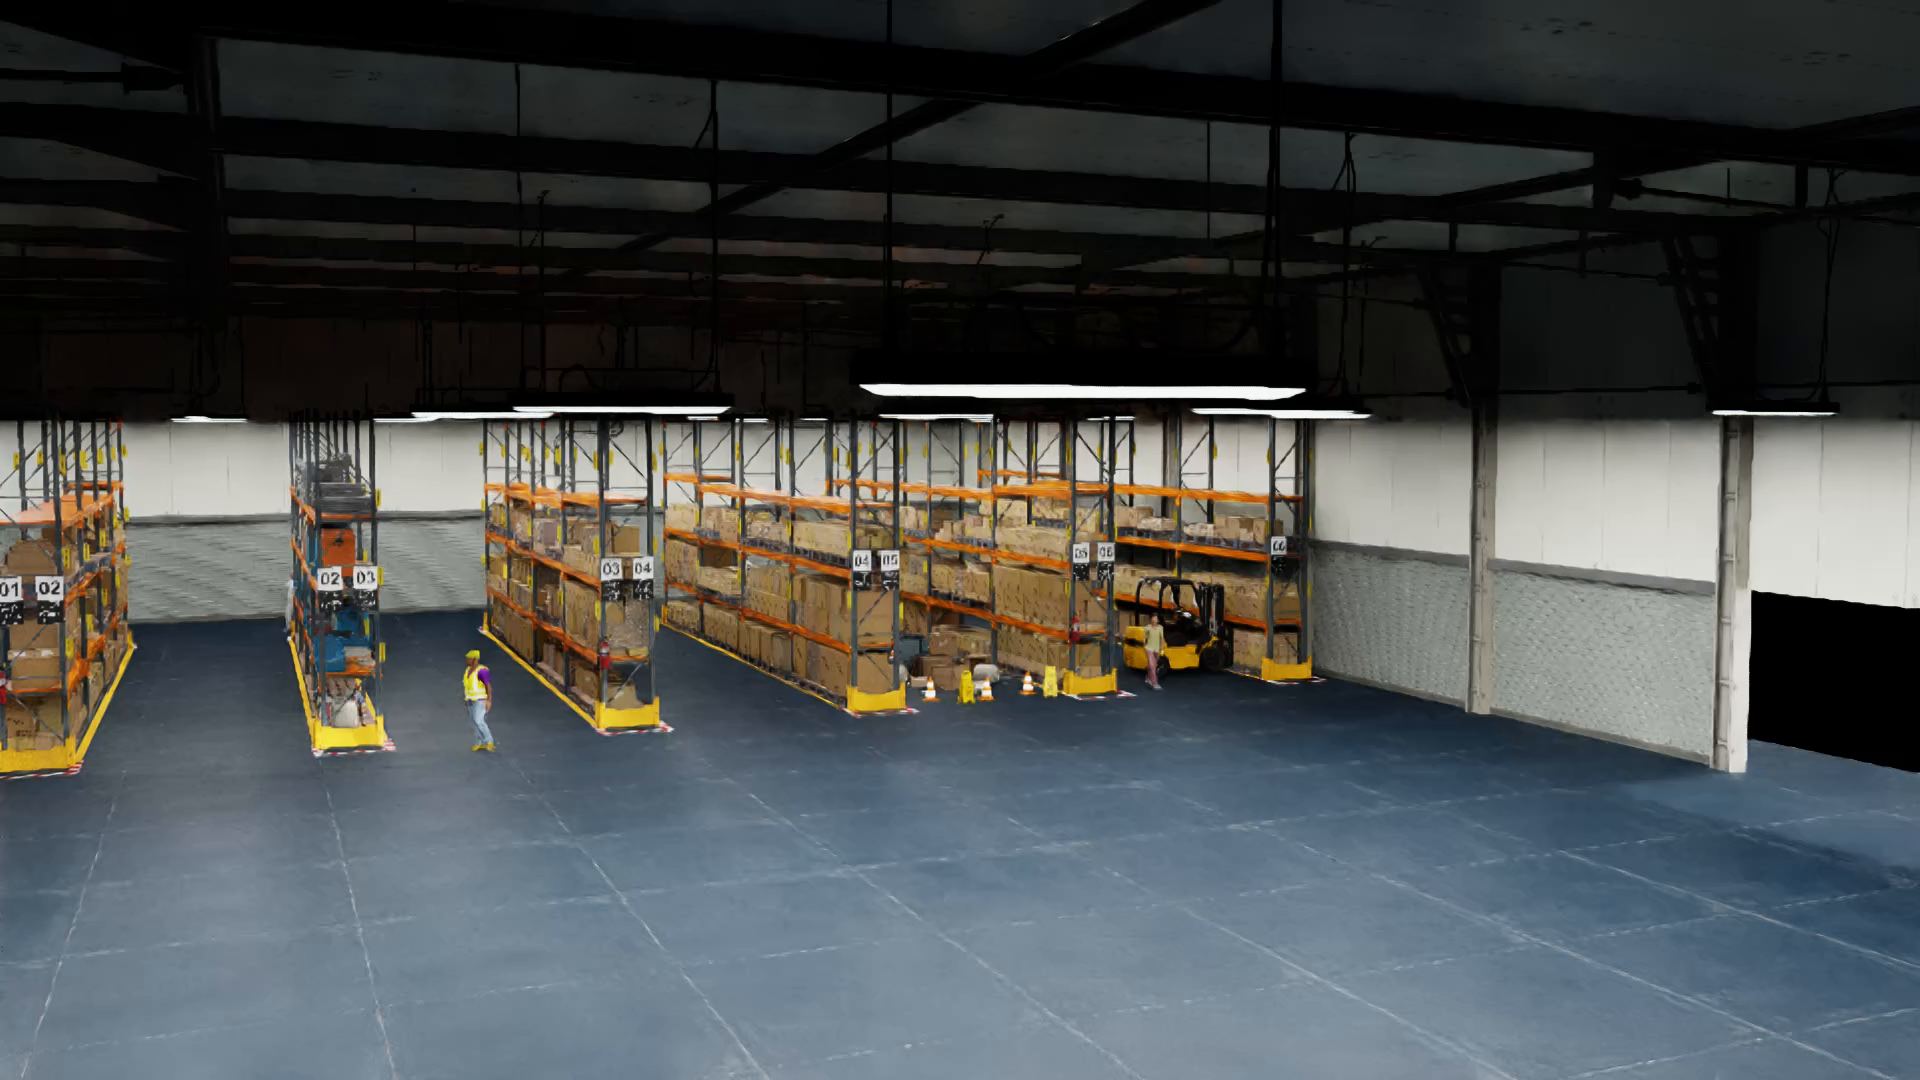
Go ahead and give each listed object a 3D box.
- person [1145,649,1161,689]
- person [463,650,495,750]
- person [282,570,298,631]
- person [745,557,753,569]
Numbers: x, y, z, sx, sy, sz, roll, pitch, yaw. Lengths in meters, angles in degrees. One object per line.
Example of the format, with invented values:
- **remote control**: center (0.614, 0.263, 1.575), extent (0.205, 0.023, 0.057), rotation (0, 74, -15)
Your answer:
- **person**: center (4.195, 2.705, 36.024), extent (0.357, 0.955, 0.997), rotation (-1, 4, -17)
- **person**: center (-8.424, 2.794, 29.101), extent (0.652, 1.759, 0.387), rotation (3, 5, 36)
- **person**: center (-18.329, 1.653, 45.983), extent (0.544, 1.701, 0.982), rotation (0, 4, -1)
- **person**: center (-6.685, 1.209, 52.379), extent (0.514, 1.577, 0.527), rotation (1, 4, 13)
